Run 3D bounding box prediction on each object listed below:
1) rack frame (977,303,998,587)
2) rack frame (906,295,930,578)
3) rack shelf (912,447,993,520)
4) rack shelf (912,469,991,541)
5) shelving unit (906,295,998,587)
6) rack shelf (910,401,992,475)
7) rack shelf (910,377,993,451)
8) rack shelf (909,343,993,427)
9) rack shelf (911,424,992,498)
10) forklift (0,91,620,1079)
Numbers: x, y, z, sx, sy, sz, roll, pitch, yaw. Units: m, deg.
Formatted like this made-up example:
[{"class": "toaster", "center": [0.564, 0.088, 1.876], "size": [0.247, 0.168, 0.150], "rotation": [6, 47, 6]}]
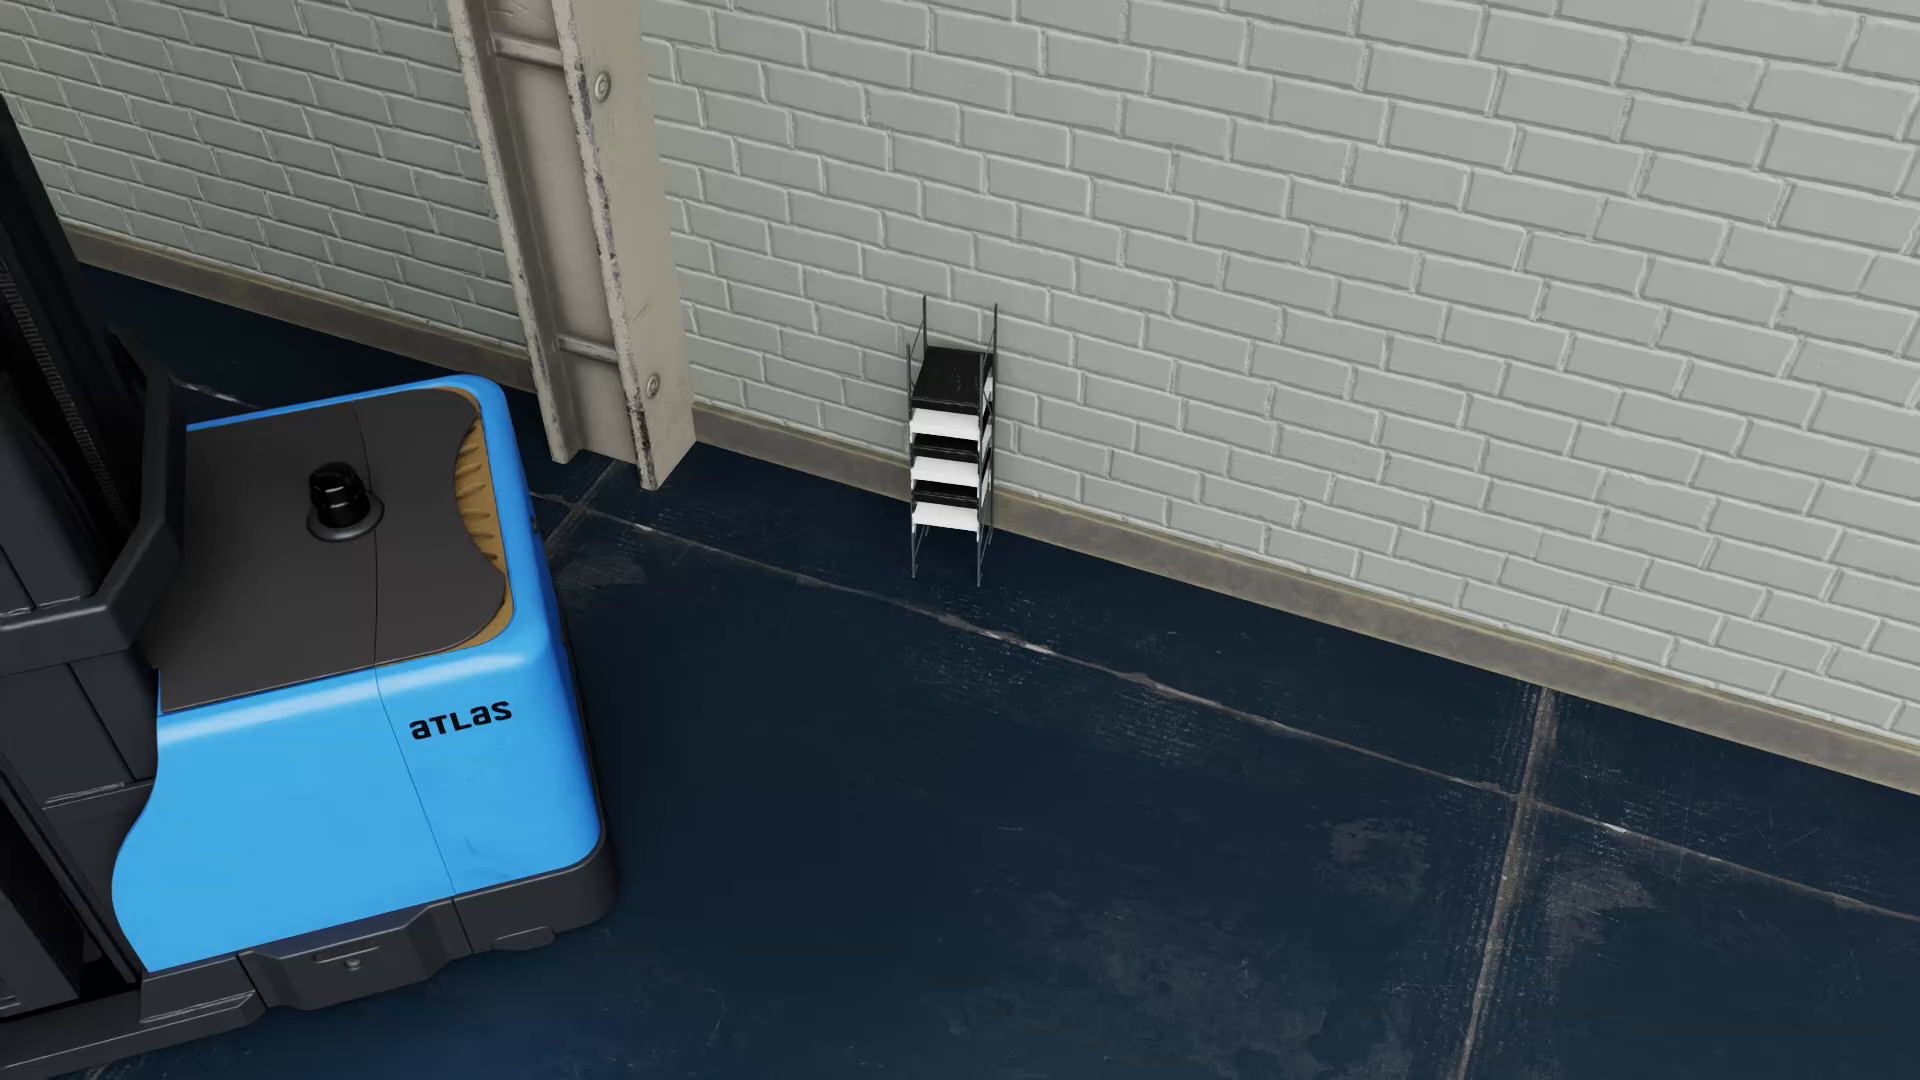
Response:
[{"class": "rack frame", "center": [0.079, -0.259, 4.872], "size": [0.006, 0.900, 0.240], "rotation": [8, 45, 8]}, {"class": "rack frame", "center": [-0.121, -0.286, 4.900], "size": [0.006, 0.900, 0.240], "rotation": [8, 45, 8]}, {"class": "rack shelf", "center": [-0.021, -0.185, 4.973], "size": [0.200, 0.077, 0.258], "rotation": [8, 45, 8]}, {"class": "rack shelf", "center": [-0.021, -0.121, 5.036], "size": [0.200, 0.077, 0.258], "rotation": [8, 45, 8]}, {"class": "shelving unit", "center": [-0.021, -0.273, 4.886], "size": [0.210, 0.900, 0.258], "rotation": [8, 45, 8]}, {"class": "rack shelf", "center": [-0.021, -0.313, 4.846], "size": [0.200, 0.077, 0.258], "rotation": [8, 45, 8]}, {"class": "rack shelf", "center": [-0.021, -0.377, 4.783], "size": [0.200, 0.077, 0.258], "rotation": [8, 45, 8]}, {"class": "rack shelf", "center": [-0.020, -0.440, 4.719], "size": [0.200, 0.077, 0.258], "rotation": [8, 45, 8]}, {"class": "rack shelf", "center": [-0.021, -0.249, 4.909], "size": [0.200, 0.077, 0.258], "rotation": [8, 45, 8]}, {"class": "forklift", "center": [-2.445, -0.074, 3.246], "size": [3.031, 2.935, 1.130], "rotation": [-13, 46, -12]}]
